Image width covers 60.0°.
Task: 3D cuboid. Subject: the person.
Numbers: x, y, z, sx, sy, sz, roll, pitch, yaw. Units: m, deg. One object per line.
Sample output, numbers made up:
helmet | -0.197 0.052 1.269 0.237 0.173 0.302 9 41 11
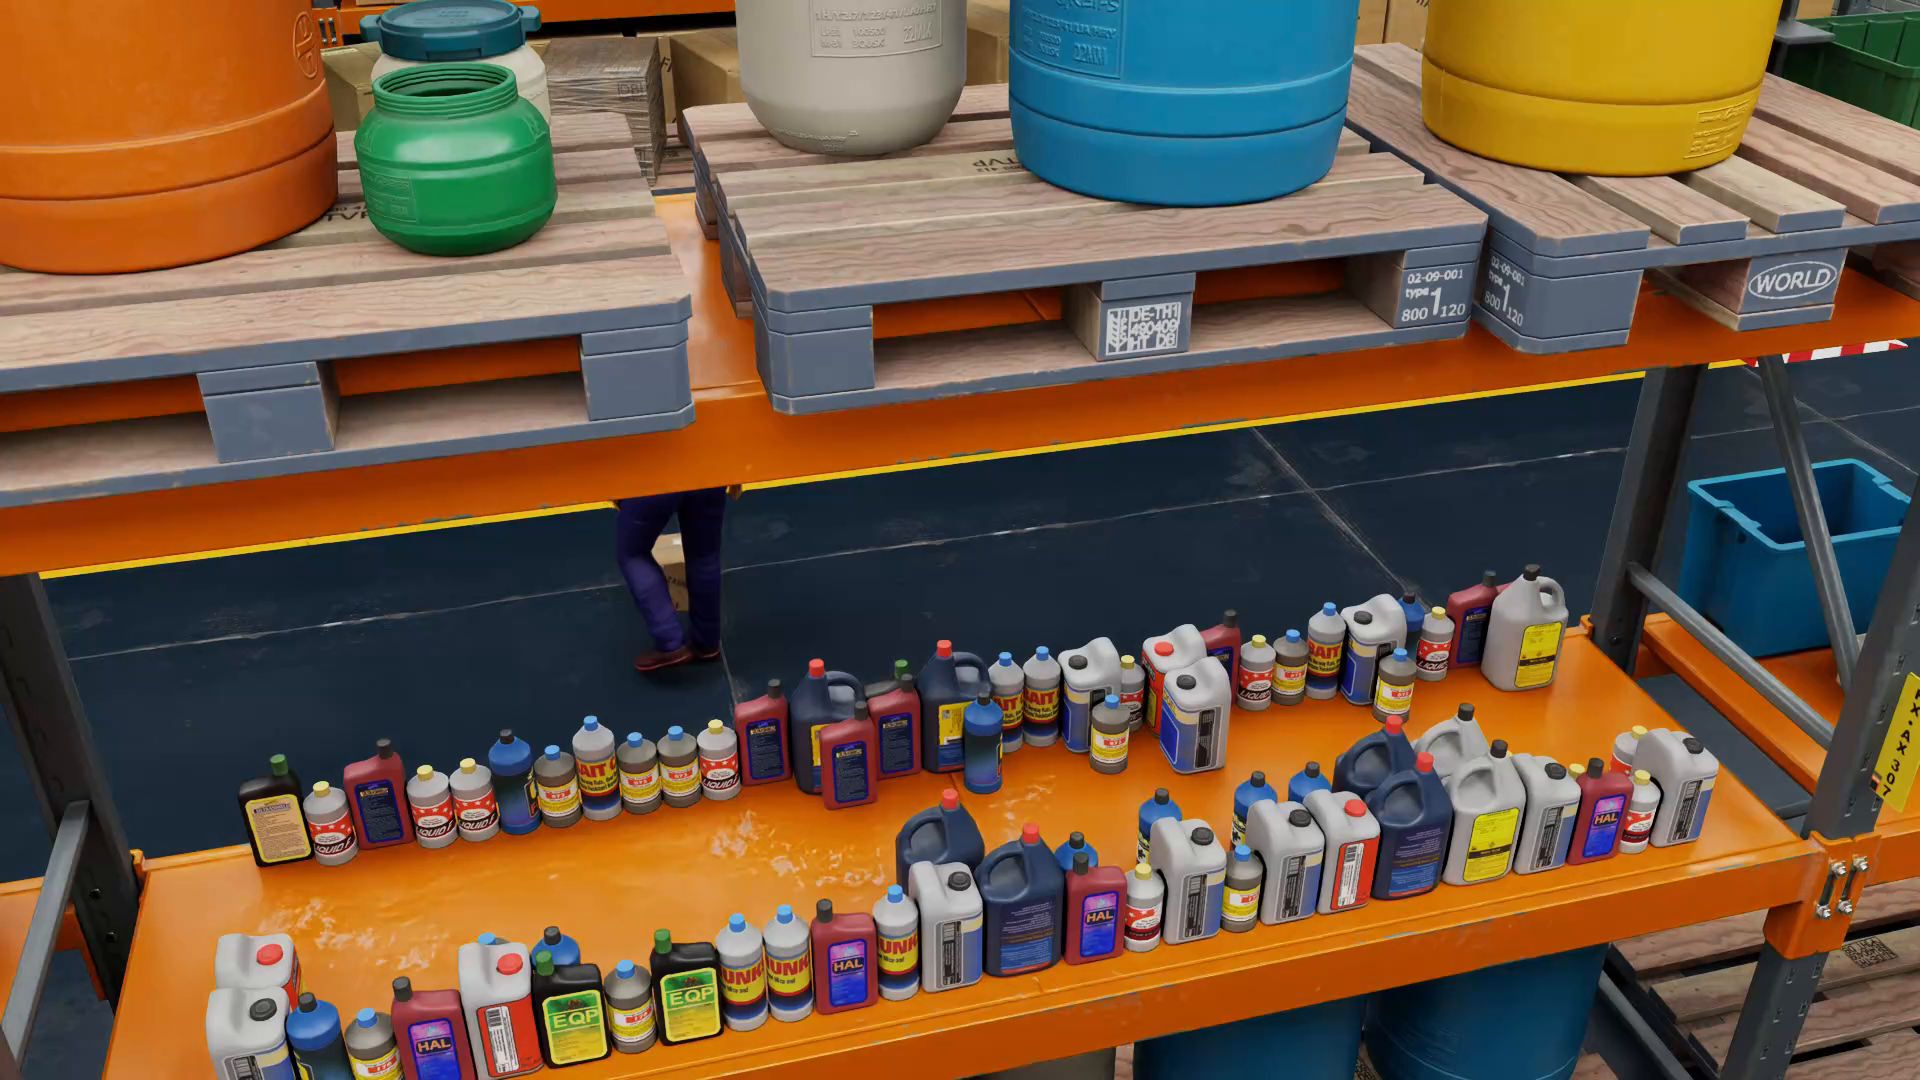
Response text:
person | -1.098 -0.224 6.499 0.529 1.659 0.433 -15 34 -24
